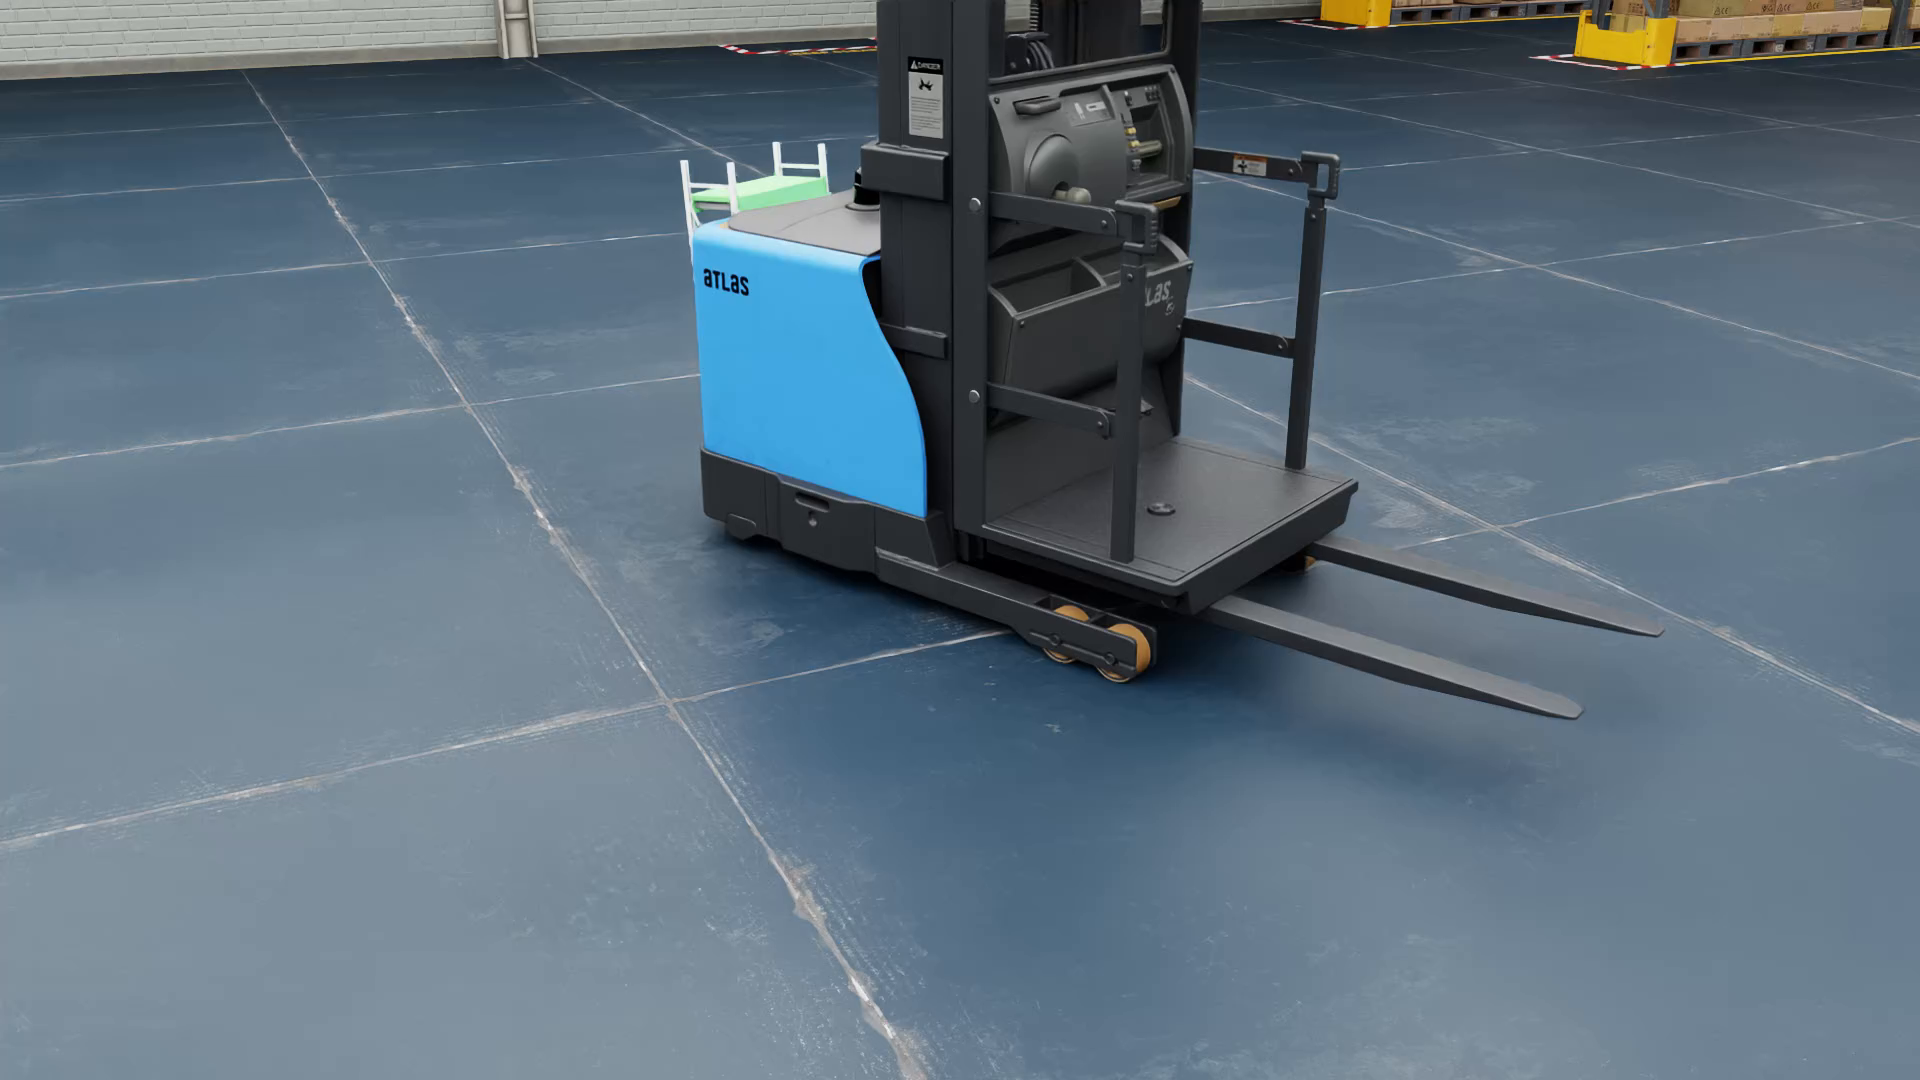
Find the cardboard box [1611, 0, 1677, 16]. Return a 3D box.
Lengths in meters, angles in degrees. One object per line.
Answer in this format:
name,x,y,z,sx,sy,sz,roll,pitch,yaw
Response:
cardboard box,7.930,-6.338,19.206,0.500,0.500,0.500,-10,25,-24

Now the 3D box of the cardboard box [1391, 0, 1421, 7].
cardboard box,6.087,-7.628,23.197,0.500,0.311,0.500,-14,26,-30

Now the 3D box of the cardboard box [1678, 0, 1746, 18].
cardboard box,8.605,-6.243,18.975,0.500,0.500,0.500,-10,25,-24

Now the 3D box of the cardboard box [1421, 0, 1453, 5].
cardboard box,6.600,-7.723,23.425,0.500,0.311,0.500,-8,24,-19

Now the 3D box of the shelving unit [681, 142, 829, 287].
shelving unit,-0.703,-0.824,6.150,0.258,1.200,0.503,11,25,34

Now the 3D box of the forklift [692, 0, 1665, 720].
forklift,0.564,-1.174,4.755,3.031,2.935,1.130,17,28,36

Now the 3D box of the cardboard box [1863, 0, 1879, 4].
cardboard box,11.421,-6.889,20.784,0.500,0.311,0.500,-10,25,-24

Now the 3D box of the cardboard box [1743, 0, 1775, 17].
cardboard box,9.050,-6.330,19.186,0.500,0.500,0.500,-10,25,-24

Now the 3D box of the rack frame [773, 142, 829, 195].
rack frame,-0.562,-0.900,6.334,0.240,1.200,0.015,11,25,34

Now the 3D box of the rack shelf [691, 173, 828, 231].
rack shelf,-0.726,-1.214,6.006,0.258,0.148,0.480,11,25,34

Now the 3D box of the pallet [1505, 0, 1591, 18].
pallet,8.439,-7.835,24.402,1.213,0.211,1.003,-10,25,-24

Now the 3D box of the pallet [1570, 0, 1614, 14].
pallet,9.729,-8.088,25.014,1.213,0.211,1.003,-10,25,-24

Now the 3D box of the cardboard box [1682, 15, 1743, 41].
cardboard box,8.605,-5.897,19.120,0.500,0.250,0.500,-10,25,-24

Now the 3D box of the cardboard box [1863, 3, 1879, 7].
cardboard box,11.428,-6.633,20.897,0.500,0.250,0.500,-11,25,-24

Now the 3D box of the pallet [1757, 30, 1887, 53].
pallet,10.445,-6.135,20.294,1.213,0.211,1.003,-10,25,-24

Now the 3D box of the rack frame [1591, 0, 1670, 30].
rack frame,7.576,-6.877,18.441,0.127,3.000,1.000,-10,25,-24

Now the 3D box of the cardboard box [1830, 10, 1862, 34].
cardboard box,10.402,-6.232,19.930,0.500,0.250,0.500,-10,25,-24

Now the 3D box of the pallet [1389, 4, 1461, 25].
pallet,6.240,-7.430,23.424,1.213,0.211,1.003,-10,25,-24

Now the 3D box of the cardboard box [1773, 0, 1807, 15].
cardboard box,9.508,-6.407,19.372,0.500,0.500,0.500,-10,25,-24

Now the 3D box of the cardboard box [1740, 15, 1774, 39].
cardboard box,9.055,-5.980,19.320,0.500,0.250,0.500,-10,25,-24

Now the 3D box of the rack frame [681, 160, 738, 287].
rack frame,-0.844,-0.748,5.965,0.240,1.200,0.015,11,25,34

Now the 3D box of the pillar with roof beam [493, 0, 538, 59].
pillar with roof beam,-3.266,-8.295,14.025,0.400,9.000,9.100,-10,25,-24

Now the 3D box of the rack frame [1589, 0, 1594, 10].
rack frame,9.028,-9.247,24.167,0.127,3.000,1.000,-10,25,-24

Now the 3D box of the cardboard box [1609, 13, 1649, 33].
cardboard box,7.931,-5.991,19.348,0.500,0.250,0.500,-10,25,-24

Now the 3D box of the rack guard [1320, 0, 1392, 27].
rack guard,5.493,-7.441,23.073,0.348,0.500,1.175,-10,25,-24

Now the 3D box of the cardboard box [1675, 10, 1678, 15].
cardboard box,8.376,-6.078,19.558,0.500,0.250,0.500,-10,25,-24

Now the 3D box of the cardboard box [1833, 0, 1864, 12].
cardboard box,10.401,-6.579,19.788,0.500,0.500,0.500,-10,25,-24

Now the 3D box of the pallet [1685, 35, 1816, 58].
pallet,9.345,-5.931,19.801,1.213,0.211,1.003,-10,25,-24

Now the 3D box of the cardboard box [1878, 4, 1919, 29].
cardboard box,11.651,-6.446,20.445,0.500,0.250,0.500,-11,25,-25

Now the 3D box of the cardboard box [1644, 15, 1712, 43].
cardboard box,8.156,-5.813,18.917,0.500,0.250,0.500,-10,25,-24

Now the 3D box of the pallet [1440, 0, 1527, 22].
pallet,7.338,-7.631,23.909,1.213,0.211,1.003,-10,25,-24

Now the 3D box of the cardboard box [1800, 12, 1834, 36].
cardboard box,9.958,-6.144,19.717,0.500,0.250,0.500,-10,25,-24

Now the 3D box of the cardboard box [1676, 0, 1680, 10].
cardboard box,8.825,-6.509,19.619,0.500,0.500,0.500,-10,25,-24

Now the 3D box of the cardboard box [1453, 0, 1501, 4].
cardboard box,7.283,-7.915,23.641,0.500,0.500,0.700,-12,25,-27

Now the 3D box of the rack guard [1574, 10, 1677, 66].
rack guard,7.554,-5.718,18.910,0.348,0.500,1.175,-10,25,-24

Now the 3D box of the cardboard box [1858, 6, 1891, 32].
cardboard box,10.857,-6.312,20.122,0.500,0.250,0.500,-10,25,-24

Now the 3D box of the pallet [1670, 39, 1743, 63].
pallet,8.247,-5.730,19.316,1.213,0.211,1.003,-10,25,-24

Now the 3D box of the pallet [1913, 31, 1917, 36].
pallet,12.928,-6.592,21.398,1.213,0.211,1.003,-10,25,-24

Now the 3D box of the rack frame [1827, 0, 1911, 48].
rack frame,11.180,-7.540,20.044,0.127,3.000,1.000,-10,25,-24

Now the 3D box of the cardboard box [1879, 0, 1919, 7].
cardboard box,11.661,-6.706,20.341,0.500,0.311,0.500,-10,25,-23

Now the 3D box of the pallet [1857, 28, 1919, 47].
pallet,11.827,-6.388,20.905,1.213,0.211,1.003,-10,25,-24

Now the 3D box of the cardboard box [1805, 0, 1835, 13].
cardboard box,9.953,-6.495,19.585,0.500,0.500,0.500,-10,25,-24

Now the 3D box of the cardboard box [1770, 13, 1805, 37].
cardboard box,9.508,-6.061,19.516,0.500,0.250,0.500,-10,25,-24
